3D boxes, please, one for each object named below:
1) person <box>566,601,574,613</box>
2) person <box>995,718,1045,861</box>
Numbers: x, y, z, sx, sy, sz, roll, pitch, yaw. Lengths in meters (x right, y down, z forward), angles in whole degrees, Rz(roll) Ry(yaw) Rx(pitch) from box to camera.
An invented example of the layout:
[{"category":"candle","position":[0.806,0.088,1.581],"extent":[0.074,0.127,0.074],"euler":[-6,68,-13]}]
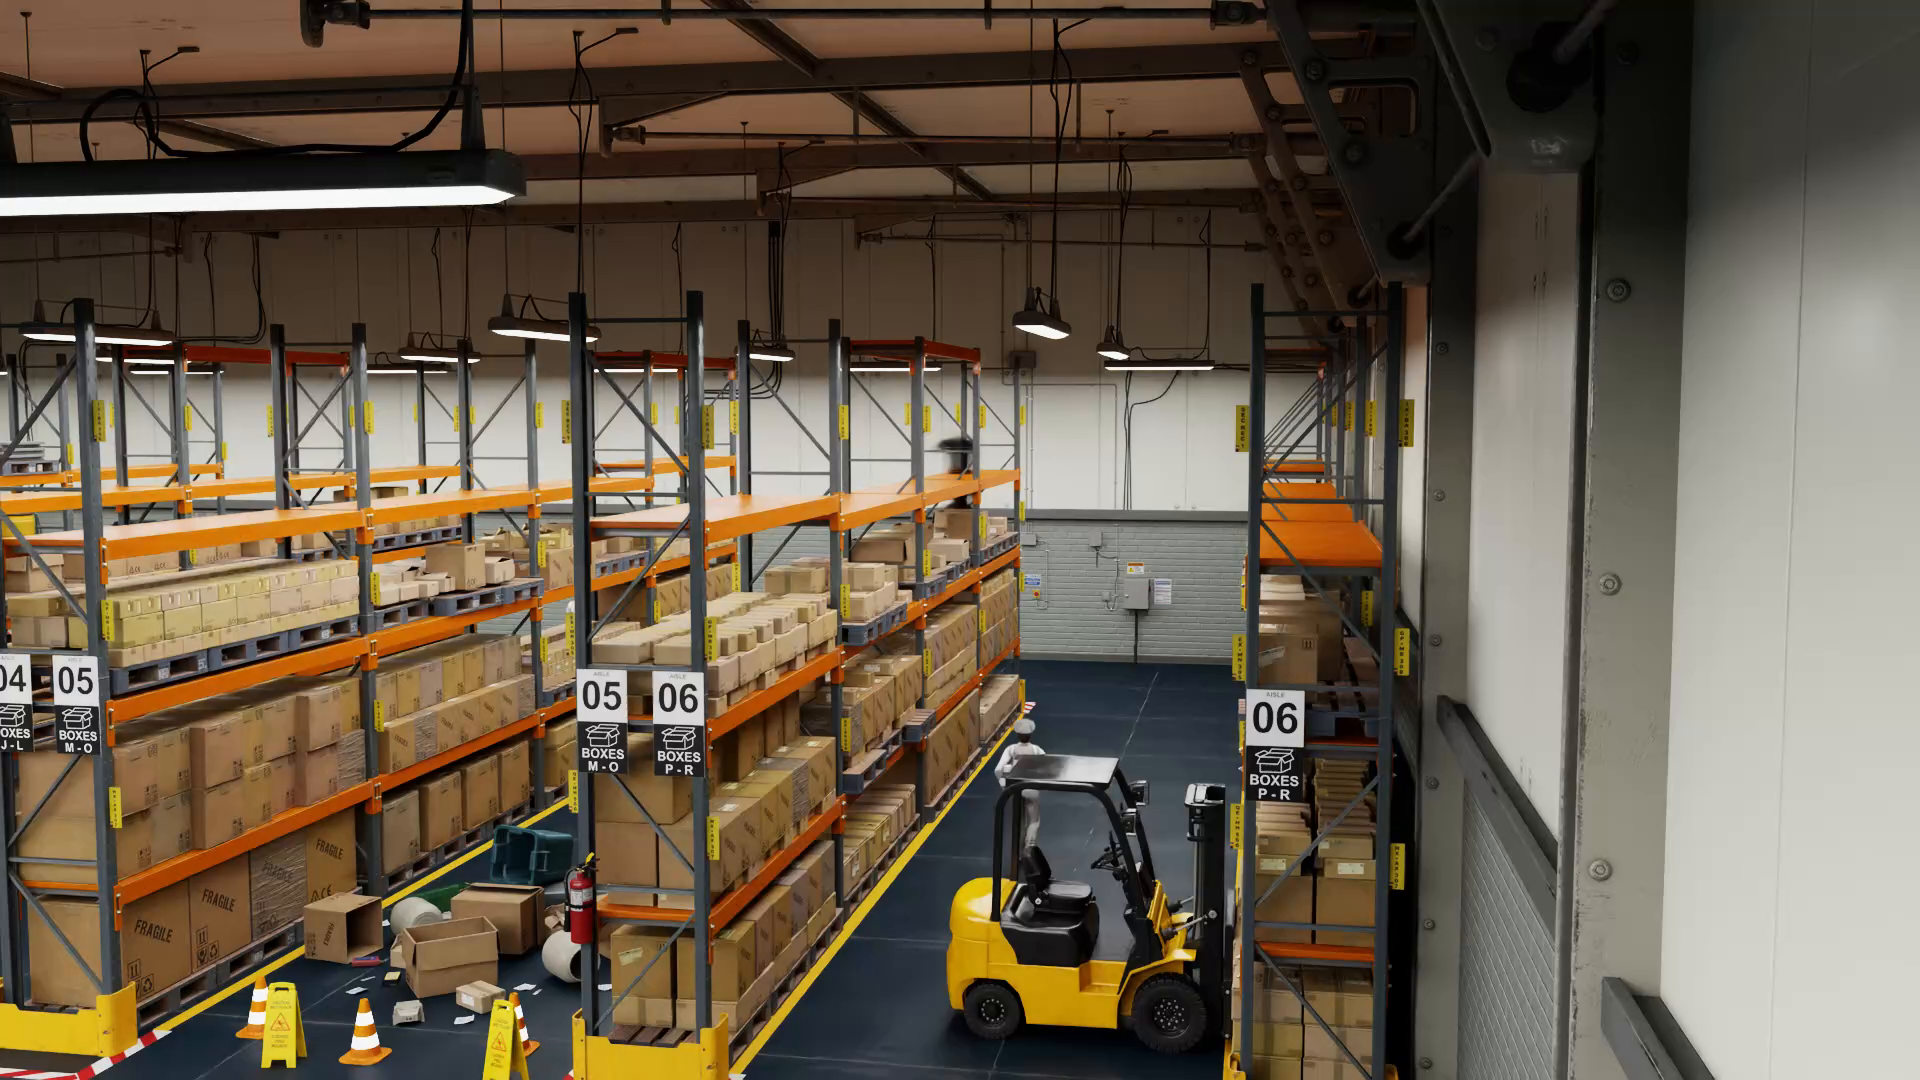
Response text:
[{"category":"person","position":[-7.254,1.744,31.771],"extent":[0.702,1.718,0.577],"euler":[0,5,4]},{"category":"person","position":[0.712,2.824,18.604],"extent":[0.621,1.666,0.870],"euler":[1,5,7]}]
